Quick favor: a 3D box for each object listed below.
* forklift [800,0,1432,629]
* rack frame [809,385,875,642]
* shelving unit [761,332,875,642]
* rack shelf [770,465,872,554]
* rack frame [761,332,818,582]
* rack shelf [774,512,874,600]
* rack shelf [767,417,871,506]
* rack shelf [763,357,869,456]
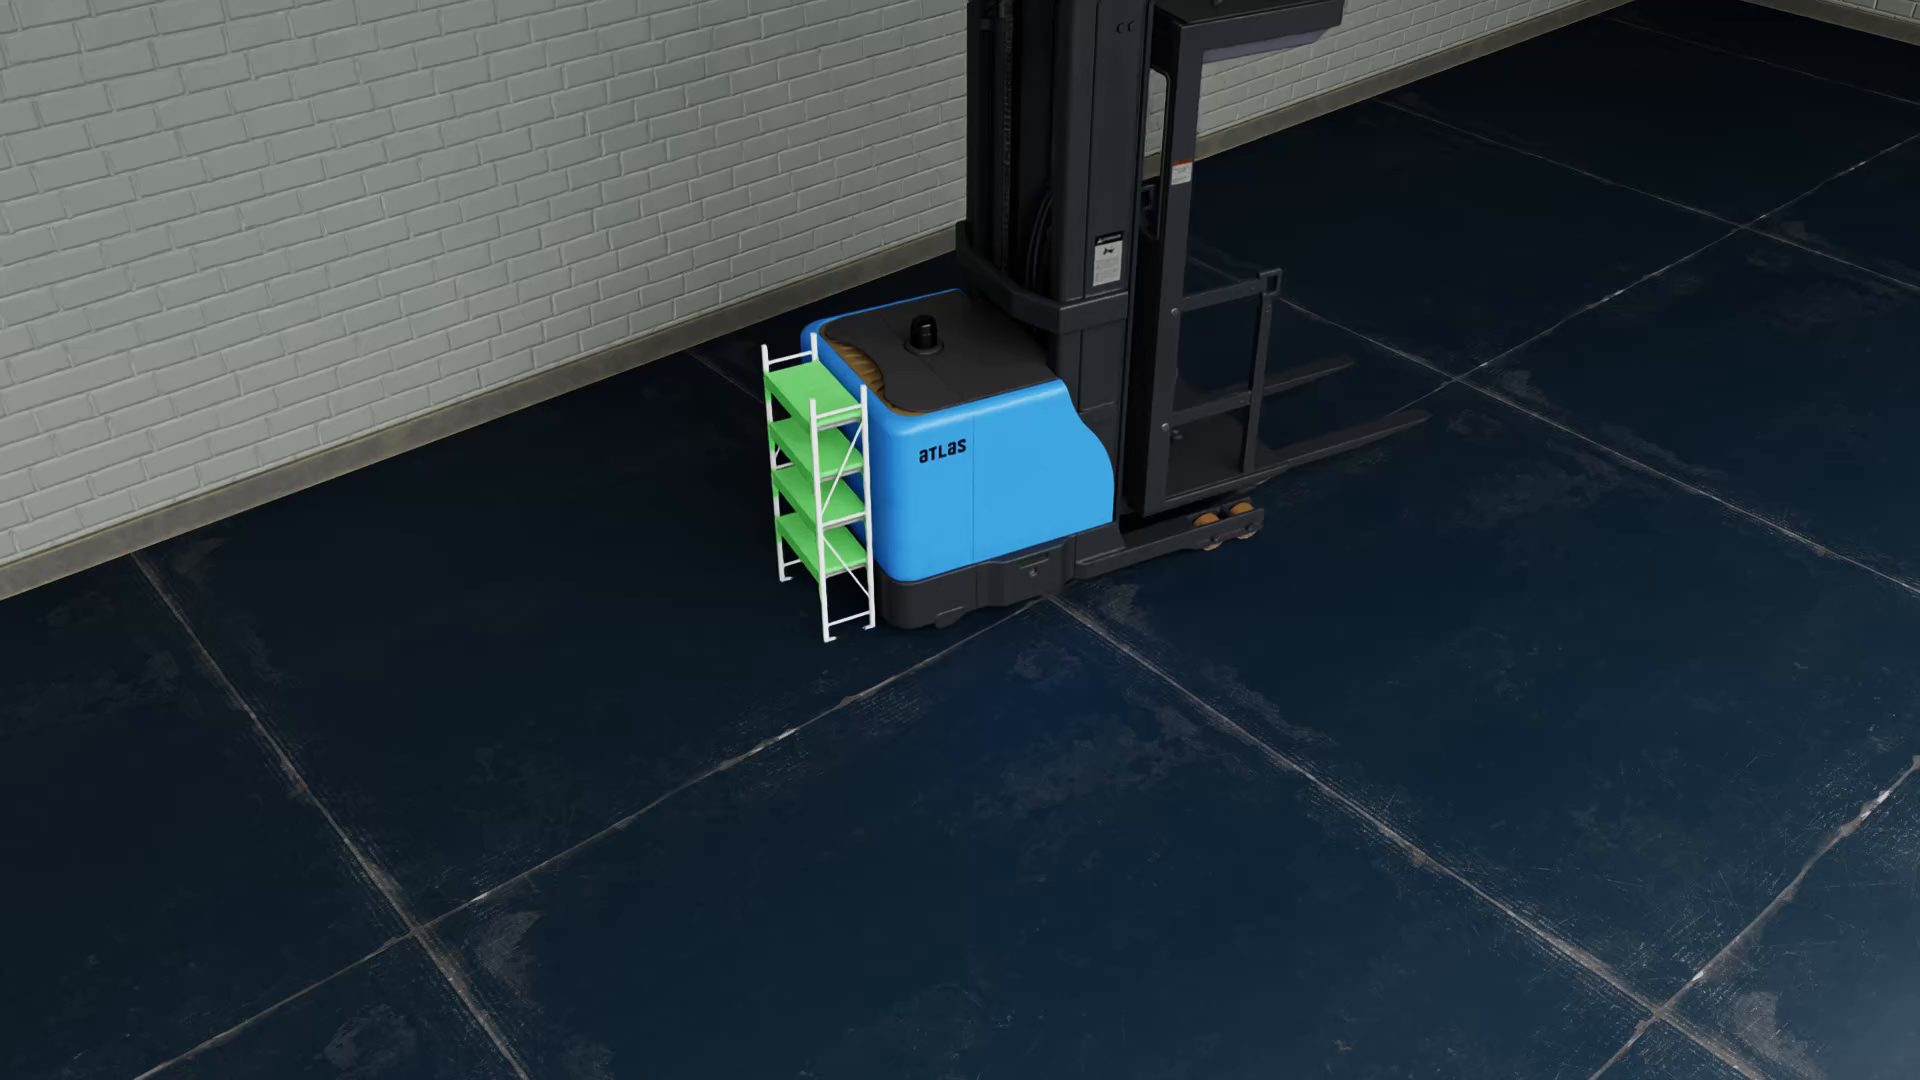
[{"bbox_3d":[0.841,-1.405,7.198,3.031,2.935,1.130,-17,39,-22],"label":"forklift"},{"bbox_3d":[-0.477,-0.086,6.833,0.240,1.200,0.015,-17,39,-22],"label":"rack frame"},{"bbox_3d":[-0.590,-0.211,7.009,0.258,1.200,0.503,-17,39,-22],"label":"shelving unit"},{"bbox_3d":[-0.590,-0.158,7.046,0.258,0.148,0.480,-17,39,-22],"label":"rack shelf"},{"bbox_3d":[-0.704,-0.335,7.185,0.240,1.200,0.015,-17,39,-22],"label":"rack frame"},{"bbox_3d":[-0.590,0.037,7.185,0.258,0.148,0.480,-17,39,-22],"label":"rack shelf"},{"bbox_3d":[-0.590,-0.354,6.907,0.258,0.148,0.480,-17,39,-22],"label":"rack shelf"},{"bbox_3d":[-0.590,-0.550,6.769,0.258,0.148,0.480,-17,39,-22],"label":"rack shelf"}]
